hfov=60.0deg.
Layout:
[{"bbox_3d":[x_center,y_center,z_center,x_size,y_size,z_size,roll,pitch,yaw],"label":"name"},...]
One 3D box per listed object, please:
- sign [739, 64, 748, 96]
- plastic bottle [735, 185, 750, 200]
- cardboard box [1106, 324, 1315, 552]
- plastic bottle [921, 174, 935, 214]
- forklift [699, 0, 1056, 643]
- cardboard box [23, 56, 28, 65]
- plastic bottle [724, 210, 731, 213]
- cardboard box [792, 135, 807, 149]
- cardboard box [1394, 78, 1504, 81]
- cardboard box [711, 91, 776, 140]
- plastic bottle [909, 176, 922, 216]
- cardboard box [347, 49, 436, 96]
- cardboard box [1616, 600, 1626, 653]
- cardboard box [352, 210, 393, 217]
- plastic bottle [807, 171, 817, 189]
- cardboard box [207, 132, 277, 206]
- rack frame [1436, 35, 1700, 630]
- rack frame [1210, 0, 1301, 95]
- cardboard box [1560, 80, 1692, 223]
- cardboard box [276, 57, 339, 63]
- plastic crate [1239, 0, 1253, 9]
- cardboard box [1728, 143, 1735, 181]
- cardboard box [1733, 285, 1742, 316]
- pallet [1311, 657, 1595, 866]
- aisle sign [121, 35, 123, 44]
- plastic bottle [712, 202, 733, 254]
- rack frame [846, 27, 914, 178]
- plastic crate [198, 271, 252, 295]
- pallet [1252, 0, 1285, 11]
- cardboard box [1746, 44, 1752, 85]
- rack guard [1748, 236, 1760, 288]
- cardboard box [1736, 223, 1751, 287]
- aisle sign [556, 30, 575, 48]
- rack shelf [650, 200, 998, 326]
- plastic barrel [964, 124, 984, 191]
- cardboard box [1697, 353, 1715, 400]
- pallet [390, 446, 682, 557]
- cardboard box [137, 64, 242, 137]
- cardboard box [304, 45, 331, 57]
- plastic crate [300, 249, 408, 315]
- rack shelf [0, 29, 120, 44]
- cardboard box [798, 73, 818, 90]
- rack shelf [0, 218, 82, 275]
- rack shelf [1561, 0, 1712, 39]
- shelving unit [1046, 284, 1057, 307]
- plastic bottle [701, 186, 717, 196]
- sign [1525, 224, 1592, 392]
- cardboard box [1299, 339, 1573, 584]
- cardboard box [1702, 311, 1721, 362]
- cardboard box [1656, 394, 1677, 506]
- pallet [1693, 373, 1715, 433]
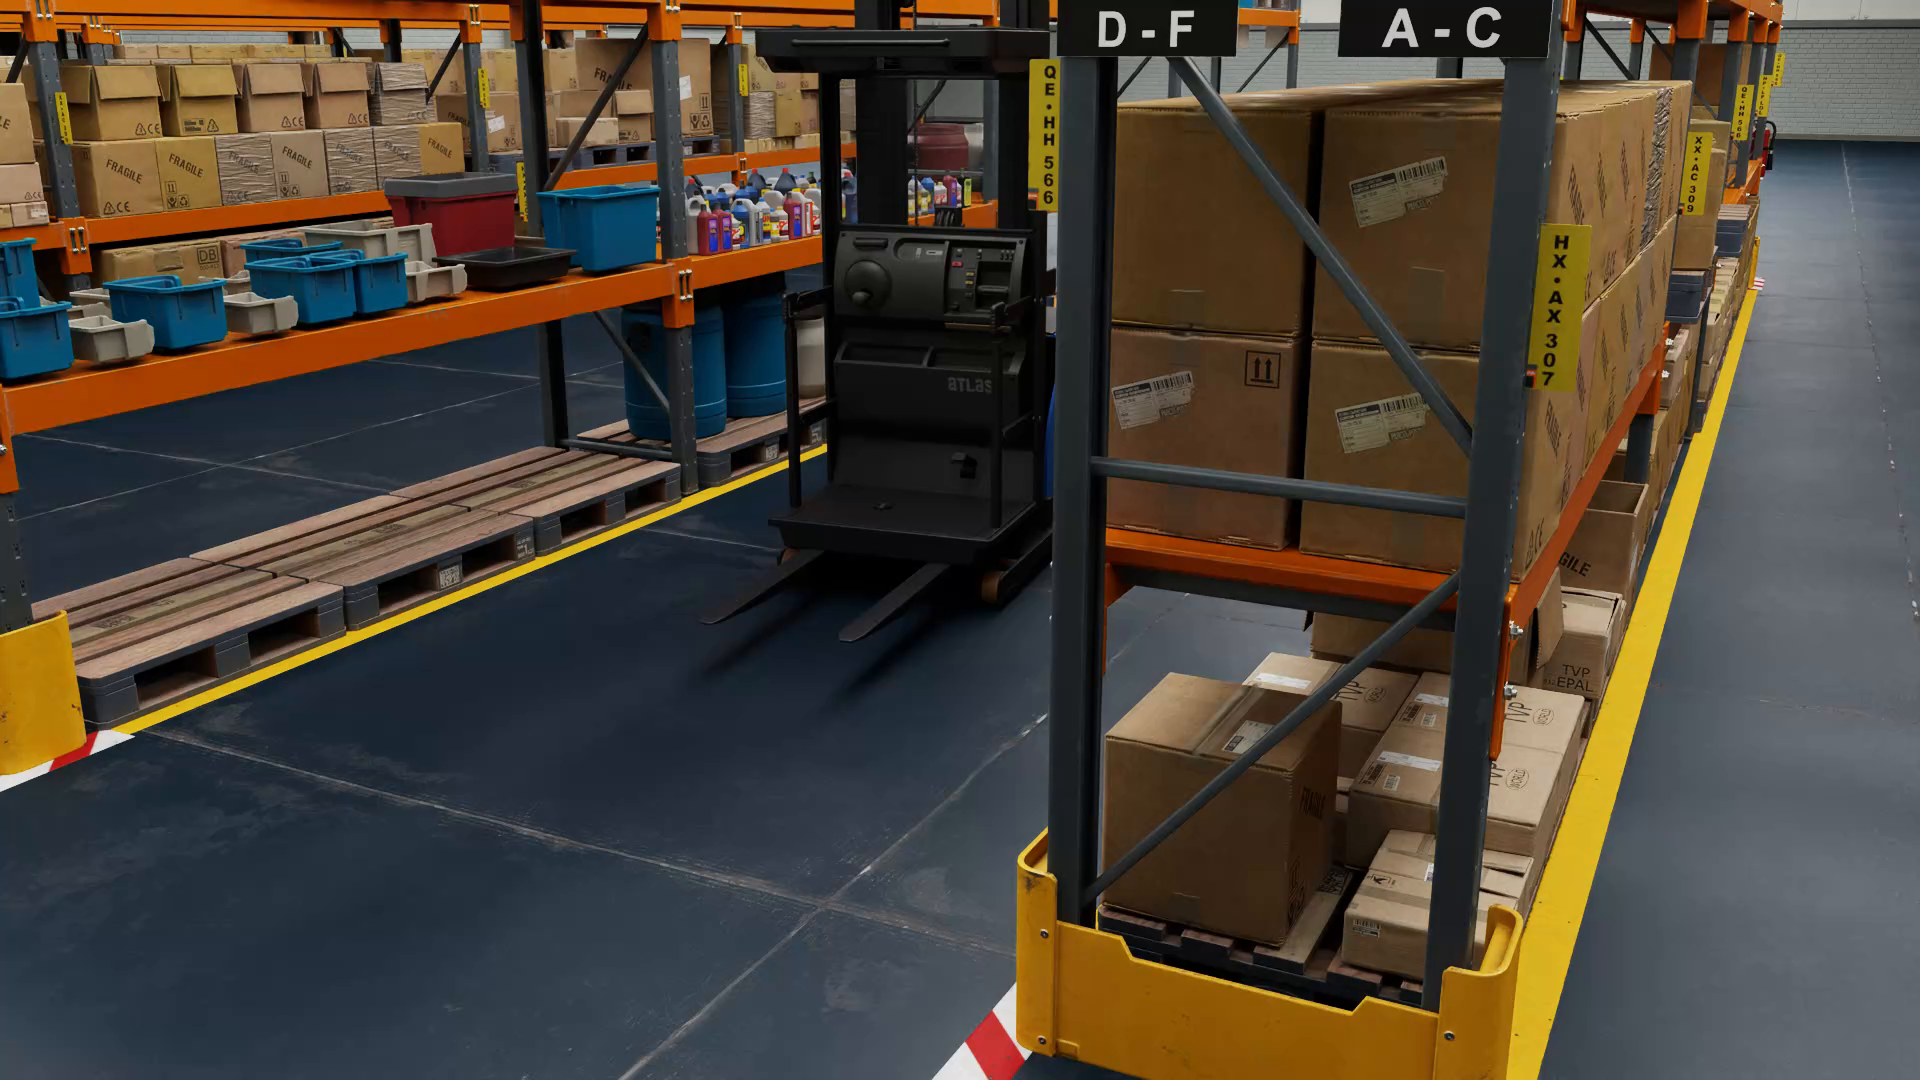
[{"bbox_3d":[-2.315,-4.912,17.761,0.100,0.325,0.005,8,18,25],"label":"sign"},{"bbox_3d":[-1.397,-2.142,10.695,0.097,0.271,0.097,0,17,0],"label":"plastic bottle"},{"bbox_3d":[0.642,-0.306,4.109,0.500,0.500,0.500,9,19,27],"label":"cardboard box"},{"bbox_3d":[-0.226,-2.423,11.641,0.097,0.271,0.097,0,17,0],"label":"plastic bottle"},{"bbox_3d":[-0.214,-1.237,7.540,1.130,2.935,3.031,6,18,19],"label":"forklift"},{"bbox_3d":[-11.979,-6.067,21.107,0.380,0.149,0.250,8,18,24],"label":"cardboard box"},{"bbox_3d":[-1.365,-1.837,9.791,0.097,0.201,0.097,0,17,0],"label":"plastic bottle"},{"bbox_3d":[-1.986,-4.575,19.102,0.380,0.149,0.250,8,18,25],"label":"cardboard box"},{"bbox_3d":[2.011,-1.571,6.613,0.500,0.500,0.500,9,19,27],"label":"cardboard box"},{"bbox_3d":[-2.556,-4.724,18.463,0.875,0.500,0.500,8,18,25],"label":"cardboard box"},{"bbox_3d":[-0.313,-2.374,11.474,0.097,0.271,0.097,0,17,0],"label":"plastic bottle"},{"bbox_3d":[-7.009,-5.763,20.498,0.875,0.550,0.550,8,18,25],"label":"cardboard box"},{"bbox_3d":[2.358,0.312,6.439,0.380,0.149,0.250,8,18,25],"label":"cardboard box"},{"bbox_3d":[-4.927,-2.418,14.390,1.225,0.875,0.875,7,18,23],"label":"cardboard box"},{"bbox_3d":[-1.062,-2.448,11.702,0.061,0.283,0.133,8,18,25],"label":"plastic bottle"},{"bbox_3d":[-5.511,-2.778,12.433,0.500,0.500,0.500,8,18,24],"label":"cardboard box"},{"bbox_3d":[2.473,-1.128,7.053,1.000,3.000,0.127,8,18,25],"label":"rack frame"},{"bbox_3d":[3.406,-4.816,19.469,1.000,3.000,0.127,8,18,25],"label":"rack frame"},{"bbox_3d":[2.479,-1.493,6.352,0.500,0.500,0.500,8,18,26],"label":"cardboard box"},{"bbox_3d":[-7.650,-5.352,19.345,0.700,0.500,0.500,8,18,24],"label":"cardboard box"},{"bbox_3d":[2.823,-5.722,17.280,0.392,0.384,0.575,8,18,25],"label":"plastic crate"},{"bbox_3d":[6.470,-3.462,14.738,0.700,0.500,0.500,8,18,25],"label":"cardboard box"},{"bbox_3d":[6.526,-2.128,14.513,0.500,0.250,0.500,8,18,25],"label":"cardboard box"},{"bbox_3d":[1.621,0.696,5.812,1.003,0.211,1.213,8,18,25],"label":"pallet"},{"bbox_3d":[-14.041,-8.563,27.519,0.394,0.787,0.004,8,18,25],"label":"aisle sign"},{"bbox_3d":[-1.351,-1.776,9.441,0.061,0.283,0.133,8,18,25],"label":"plastic bottle"},{"bbox_3d":[-1.025,-5.446,21.591,1.000,3.000,0.127,8,18,25],"label":"rack frame"},{"bbox_3d":[-3.181,-1.097,7.307,0.298,0.136,0.250,8,18,25],"label":"plastic crate"},{"bbox_3d":[2.948,-5.965,18.401,1.003,0.211,1.213,8,18,25],"label":"pallet"},{"bbox_3d":[6.913,-4.333,15.389,0.700,0.500,0.500,8,18,25],"label":"cardboard box"},{"bbox_3d":[7.846,-2.992,17.721,1.175,0.500,0.348,8,18,25],"label":"rack guard"},{"bbox_3d":[6.535,-2.486,14.402,0.500,0.500,0.500,8,18,25],"label":"cardboard box"},{"bbox_3d":[-5.654,-7.405,23.621,0.394,0.787,0.004,8,18,25],"label":"aisle sign"},{"bbox_3d":[-1.063,-1.924,10.996,1.077,0.370,4.000,8,18,25],"label":"rack shelf"},{"bbox_3d":[0.099,-3.121,13.566,0.421,0.512,0.421,0,17,0],"label":"plastic barrel"},{"bbox_3d":[4.757,-1.126,11.139,0.500,0.250,0.500,8,18,25],"label":"cardboard box"},{"bbox_3d":[-2.250,-0.230,8.928,1.003,0.211,1.213,8,18,25],"label":"pallet"},{"bbox_3d":[-5.792,-3.255,12.278,0.797,0.503,0.637,8,18,26],"label":"cardboard box"},{"bbox_3d":[-9.924,-7.218,25.105,0.700,0.500,0.500,8,18,24],"label":"cardboard box"},{"bbox_3d":[-2.617,-1.121,7.220,0.416,0.233,0.300,8,18,25],"label":"plastic crate"},{"bbox_3d":[-15.227,-7.921,25.919,1.077,0.370,4.000,8,18,25],"label":"rack shelf"},{"bbox_3d":[-1.938,-5.434,19.096,0.500,0.500,0.500,8,18,25],"label":"cardboard box"},{"bbox_3d":[-7.281,-1.535,9.687,1.077,0.370,4.000,8,18,25],"label":"rack shelf"},{"bbox_3d":[1.579,-1.711,5.013,1.077,0.370,4.000,8,18,25],"label":"rack shelf"},{"bbox_3d":[0.442,-0.935,9.698,0.538,1.125,1.048,6,18,19],"label":"shelving unit"},{"bbox_3d":[-1.621,-2.097,10.533,0.152,0.276,0.135,8,18,25],"label":"plastic bottle"},{"bbox_3d":[1.171,-0.455,3.267,0.100,0.325,0.005,8,18,25],"label":"sign"},{"bbox_3d":[1.120,-0.236,3.876,0.500,0.500,0.500,9,19,27],"label":"cardboard box"},{"bbox_3d":[4.757,-1.395,11.059,0.500,0.311,0.500,9,19,27],"label":"cardboard box"},{"bbox_3d":[3.366,-0.496,8.544,0.500,0.500,0.500,8,18,26],"label":"cardboard box"},{"bbox_3d":[4.663,-1.015,11.570,1.003,0.211,1.213,8,18,25],"label":"pallet"}]
